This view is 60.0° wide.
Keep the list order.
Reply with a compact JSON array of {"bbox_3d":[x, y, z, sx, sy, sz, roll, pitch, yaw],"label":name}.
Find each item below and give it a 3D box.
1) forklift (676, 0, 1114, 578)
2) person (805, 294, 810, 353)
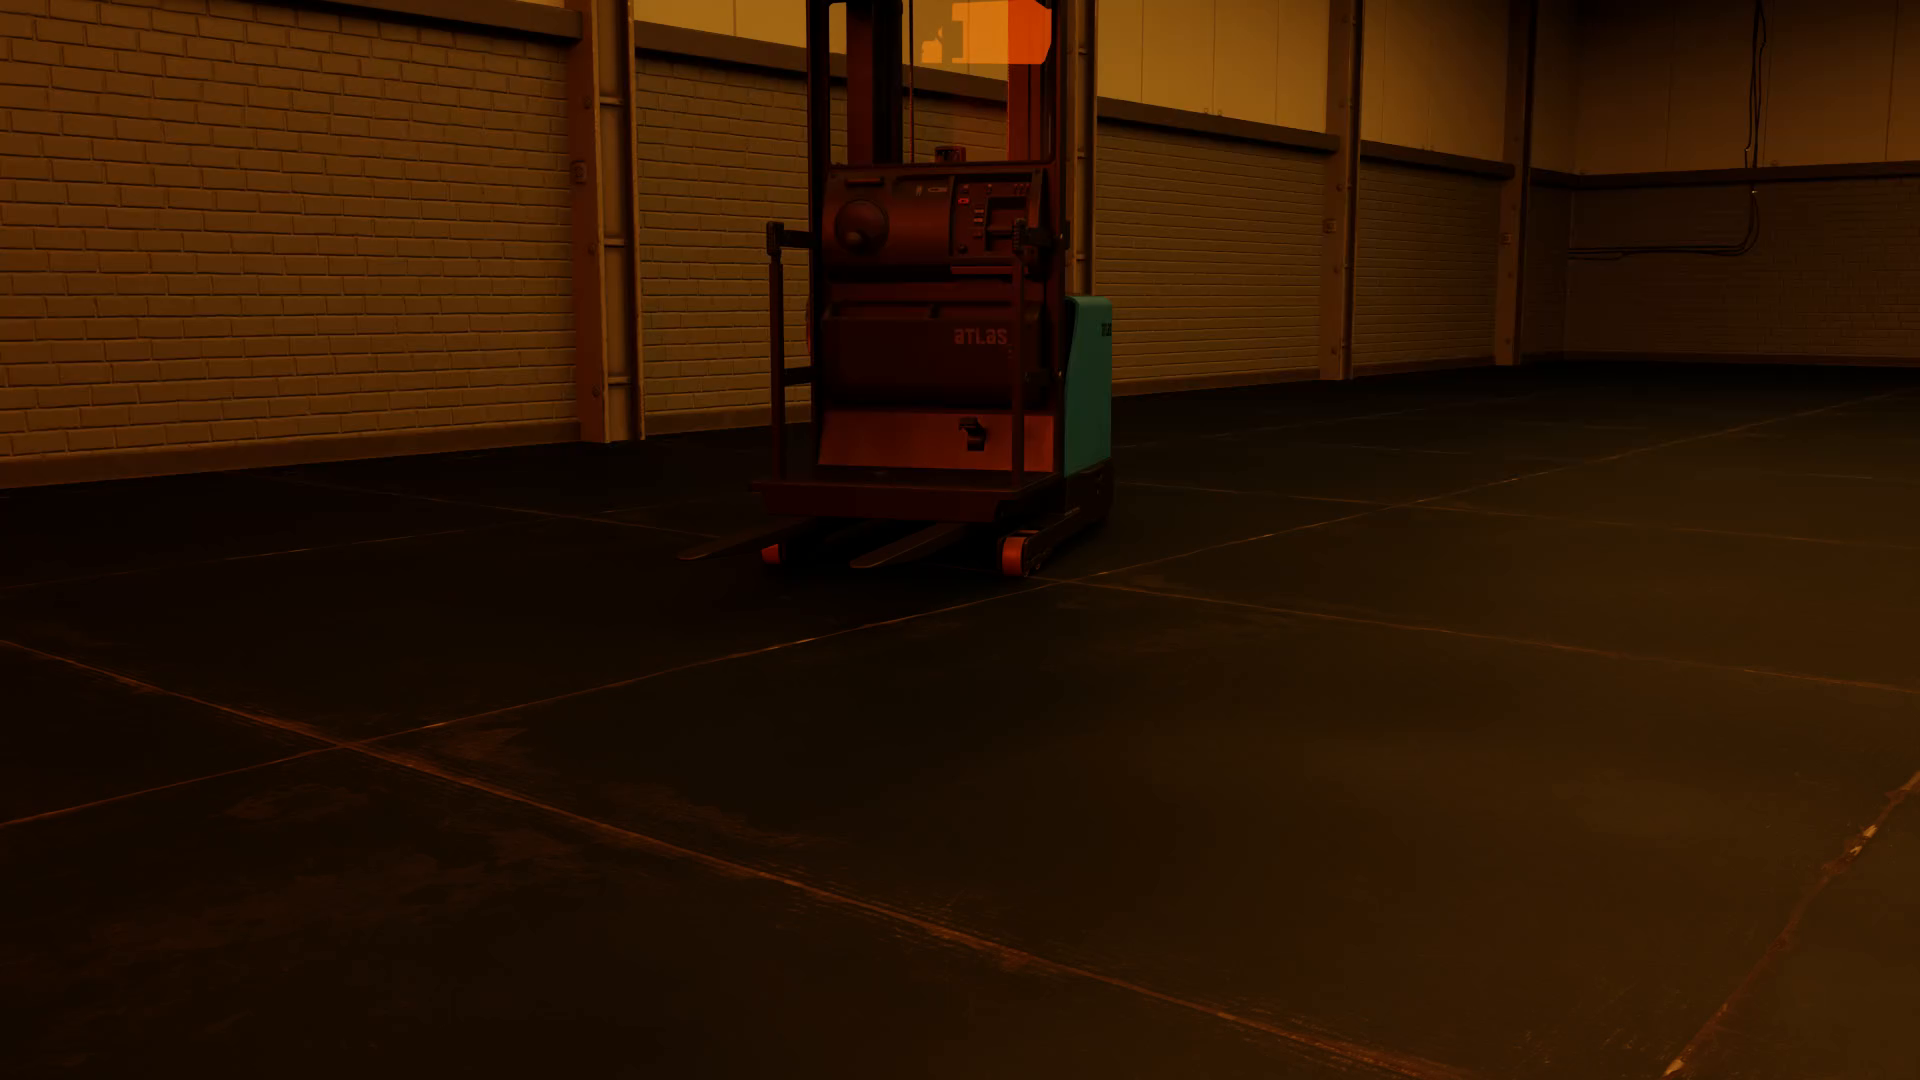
[{"bbox_3d":[-0.176,-1.366,6.616,1.130,2.935,3.031,3,9,17],"label":"forklift"},{"bbox_3d":[-0.708,-1.241,10.317,0.520,1.599,0.472,-2,9,-12],"label":"person"}]
